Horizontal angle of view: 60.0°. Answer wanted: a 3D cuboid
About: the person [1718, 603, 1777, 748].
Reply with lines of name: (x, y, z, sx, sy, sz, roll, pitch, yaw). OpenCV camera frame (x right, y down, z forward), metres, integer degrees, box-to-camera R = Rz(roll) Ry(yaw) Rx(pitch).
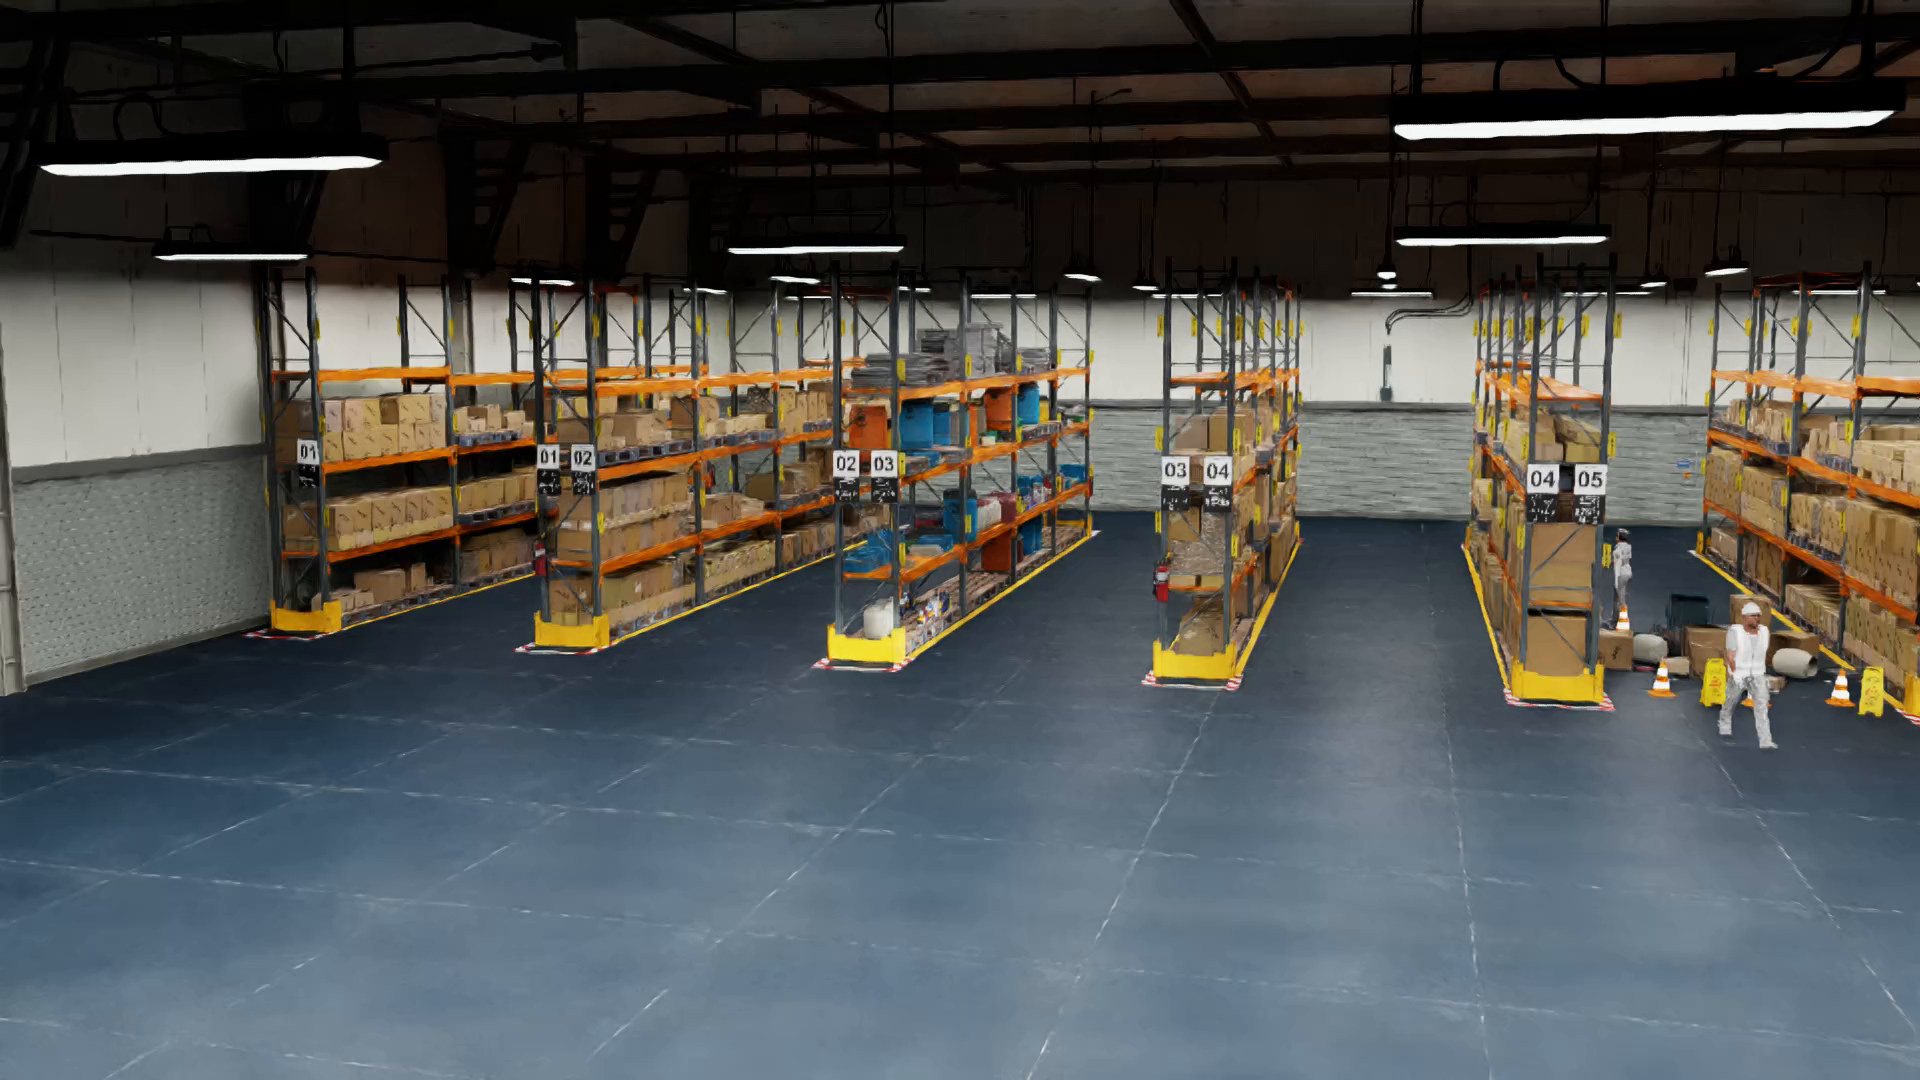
person: (9.488, 1.604, 20.036, 0.550, 1.723, 1.031, 1, 7, 6)

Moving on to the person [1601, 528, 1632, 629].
person: (11.035, 0.630, 27.924, 0.502, 1.678, 0.559, 6, 10, 41)
